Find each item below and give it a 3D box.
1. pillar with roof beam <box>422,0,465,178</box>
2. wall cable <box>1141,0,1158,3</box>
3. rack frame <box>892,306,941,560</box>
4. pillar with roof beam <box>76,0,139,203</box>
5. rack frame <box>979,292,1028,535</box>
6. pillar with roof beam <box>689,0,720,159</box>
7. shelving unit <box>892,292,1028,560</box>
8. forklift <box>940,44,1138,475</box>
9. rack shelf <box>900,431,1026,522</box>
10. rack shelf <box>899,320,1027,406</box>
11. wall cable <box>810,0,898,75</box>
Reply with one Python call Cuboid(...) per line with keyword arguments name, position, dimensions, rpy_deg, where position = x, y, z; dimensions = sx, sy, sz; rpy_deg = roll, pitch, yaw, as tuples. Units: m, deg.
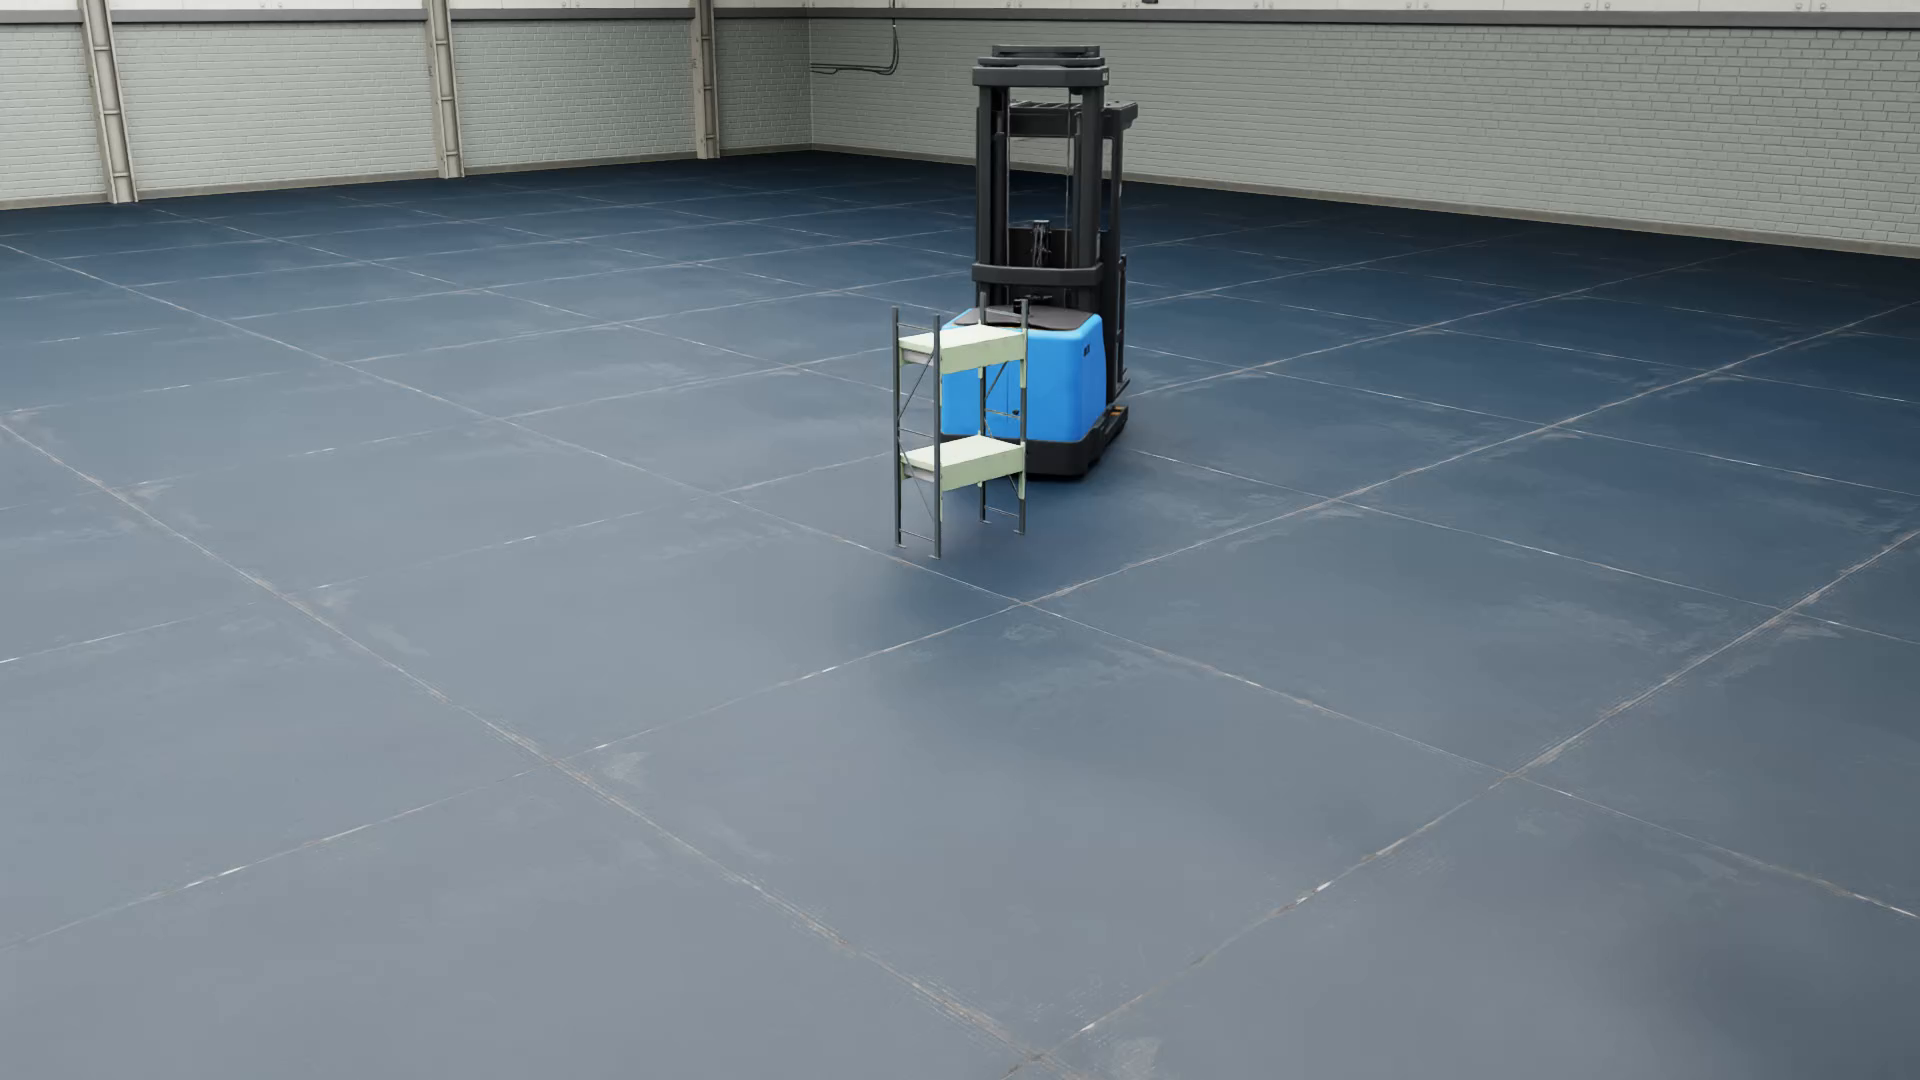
Cuboid(name="pillar with roof beam", position=(-6.847, -10.313, 27.703), dimensions=(0.400, 9.000, 9.100), rpy_deg=(-16, 24, -41))
Cuboid(name="wall cable", position=(4.115, -12.364, 28.515), dimensions=(0.169, 6.003, 2.305), rpy_deg=(-16, 24, -41))
Cuboid(name="rack frame", position=(-0.261, -0.637, 10.019), dimensions=(0.023, 1.500, 0.400), rpy_deg=(-16, 24, -41))
Cuboid(name="pillar with roof beam", position=(-11.206, -9.042, 23.782), dimensions=(0.400, 9.000, 9.100), rpy_deg=(-16, 24, -41))
Cuboid(name="rack frame", position=(0.271, -0.792, 10.497), dimensions=(0.023, 1.500, 0.400), rpy_deg=(-16, 24, -41))
Cuboid(name="pillar with roof beam", position=(-2.487, -11.585, 31.624), dimensions=(0.400, 9.000, 9.100), rpy_deg=(-16, 24, -41))
Cuboid(name="shelving unit", position=(0.005, -0.715, 10.258), dimensions=(0.755, 1.500, 0.431), rpy_deg=(-16, 24, -41))
Cuboid(name="forklift", position=(0.720, -2.262, 12.710), dimensions=(1.130, 2.935, 3.031), rpy_deg=(5, 19, 14))
Cuboid(name="rack shelf", position=(0.005, -0.405, 10.358), dimensions=(0.720, 0.370, 0.431), rpy_deg=(-16, 24, -41))
Cuboid(name="rack shelf", position=(0.005, -1.086, 10.137), dimensions=(0.720, 0.370, 0.431), rpy_deg=(-16, 24, -41))
Cuboid(name="wall cable", position=(-2.396, -11.400, 36.090), dimensions=(0.112, 2.526, 3.097), rpy_deg=(-16, 24, -41))
